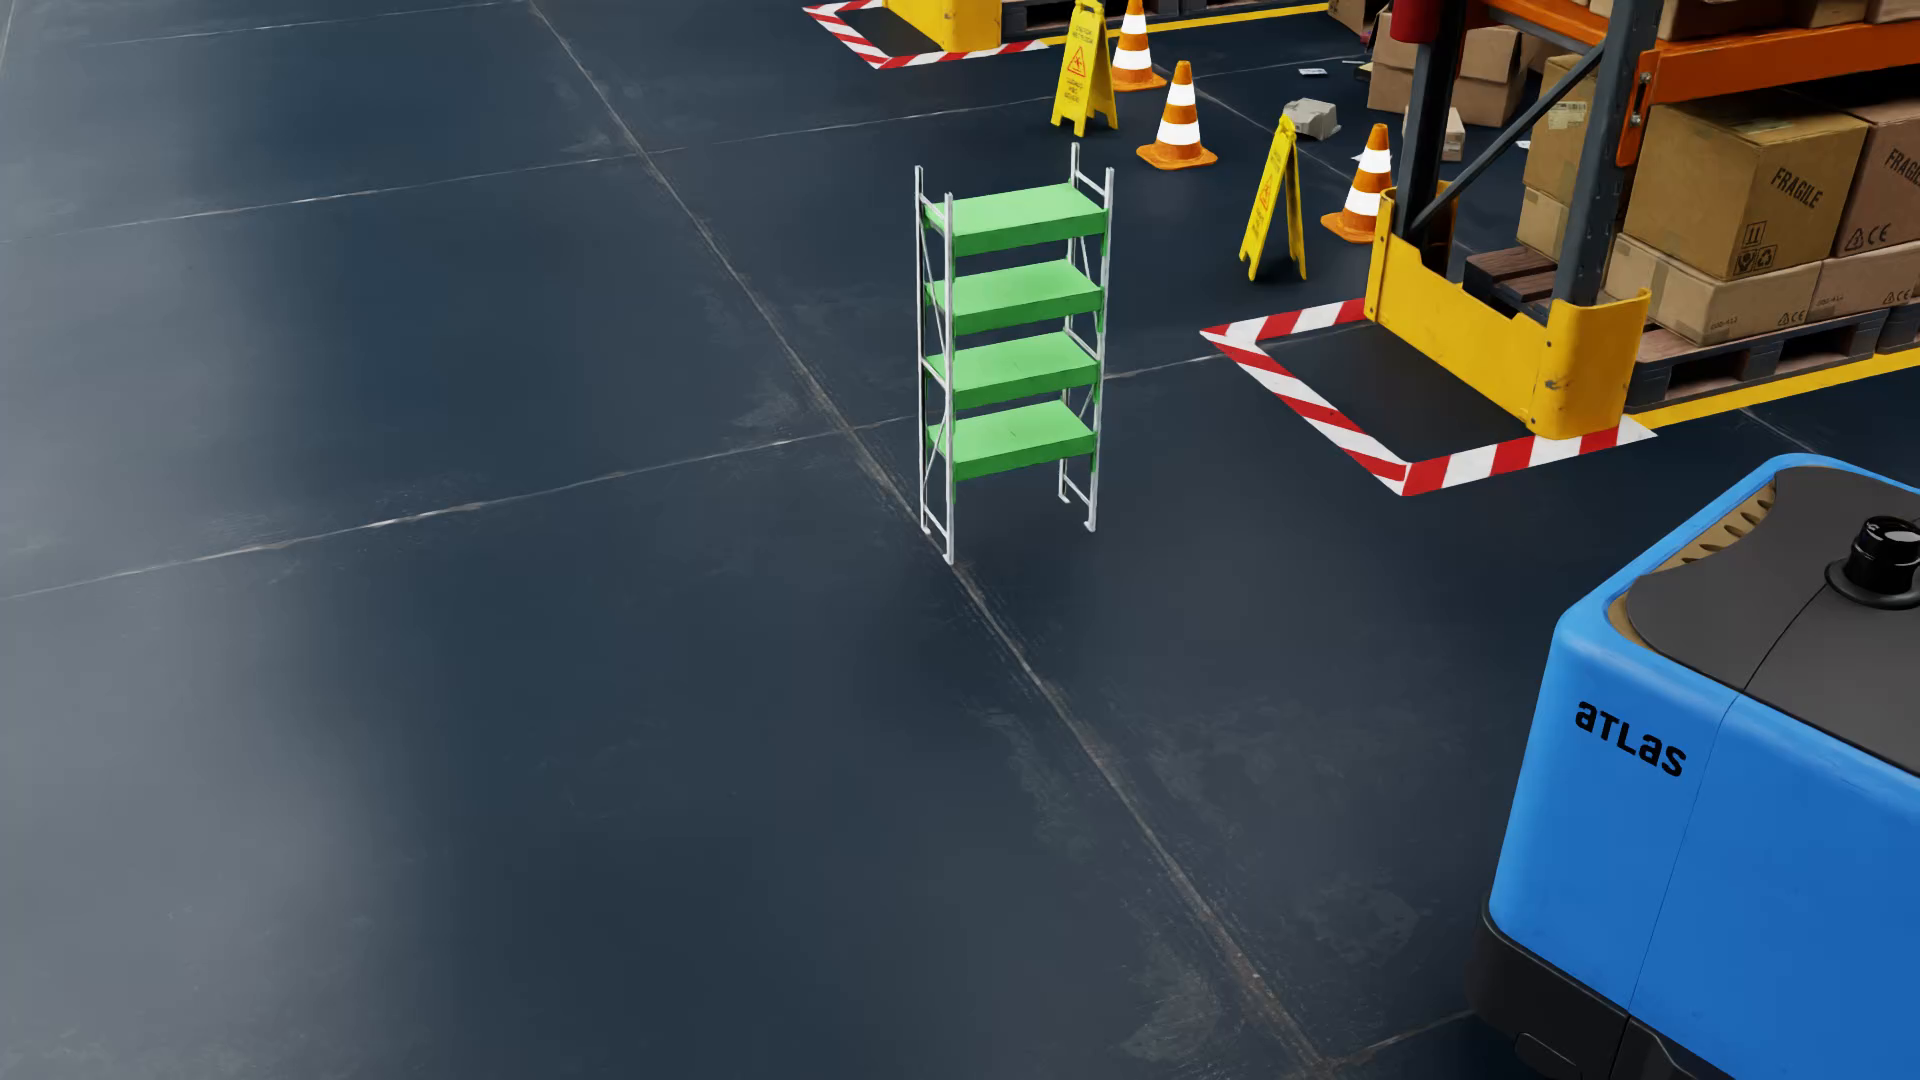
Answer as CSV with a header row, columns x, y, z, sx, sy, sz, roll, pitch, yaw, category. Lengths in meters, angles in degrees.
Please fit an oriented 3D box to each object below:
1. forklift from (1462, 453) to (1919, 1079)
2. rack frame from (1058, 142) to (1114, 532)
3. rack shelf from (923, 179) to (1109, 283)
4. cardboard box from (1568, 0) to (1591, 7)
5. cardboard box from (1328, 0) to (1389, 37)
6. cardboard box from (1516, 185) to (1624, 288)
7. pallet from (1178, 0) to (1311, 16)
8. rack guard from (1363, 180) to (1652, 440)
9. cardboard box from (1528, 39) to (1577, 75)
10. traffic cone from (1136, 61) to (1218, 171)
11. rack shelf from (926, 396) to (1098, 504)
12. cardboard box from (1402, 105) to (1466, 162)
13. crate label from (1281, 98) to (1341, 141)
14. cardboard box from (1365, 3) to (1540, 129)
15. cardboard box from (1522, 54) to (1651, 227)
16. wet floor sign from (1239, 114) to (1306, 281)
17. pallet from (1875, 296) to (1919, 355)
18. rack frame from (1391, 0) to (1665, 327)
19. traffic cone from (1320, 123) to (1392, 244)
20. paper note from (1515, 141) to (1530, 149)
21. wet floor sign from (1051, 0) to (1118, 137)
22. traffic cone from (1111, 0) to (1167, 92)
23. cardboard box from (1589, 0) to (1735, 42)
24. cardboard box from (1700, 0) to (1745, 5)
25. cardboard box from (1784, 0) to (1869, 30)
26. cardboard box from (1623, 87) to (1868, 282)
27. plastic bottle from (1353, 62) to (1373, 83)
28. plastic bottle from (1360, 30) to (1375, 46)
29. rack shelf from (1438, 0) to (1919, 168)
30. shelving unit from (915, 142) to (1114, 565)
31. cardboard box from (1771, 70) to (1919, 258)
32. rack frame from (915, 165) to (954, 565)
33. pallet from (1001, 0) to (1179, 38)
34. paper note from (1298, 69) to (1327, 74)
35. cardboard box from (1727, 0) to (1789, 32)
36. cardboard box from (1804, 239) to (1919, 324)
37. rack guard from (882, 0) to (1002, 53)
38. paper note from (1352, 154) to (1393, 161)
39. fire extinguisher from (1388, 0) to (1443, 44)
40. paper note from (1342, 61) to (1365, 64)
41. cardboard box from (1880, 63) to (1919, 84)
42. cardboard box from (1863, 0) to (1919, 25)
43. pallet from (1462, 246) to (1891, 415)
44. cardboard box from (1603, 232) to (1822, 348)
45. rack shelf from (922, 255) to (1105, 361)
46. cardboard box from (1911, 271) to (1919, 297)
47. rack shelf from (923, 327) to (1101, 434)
x,y,z,sx,sy,sz,roll,pitch,yaw,category
2.459,0.228,2.212,1.130,2.935,3.031,-27,41,-35,forklift
0.378,-0.589,5.056,0.015,1.200,0.240,-13,35,-19,rack frame
0.153,-0.887,4.750,0.480,0.148,0.258,-13,35,-19,rack shelf
2.168,-1.988,5.786,0.250,0.149,0.380,-12,35,-17,cardboard box
2.551,-3.329,9.906,0.500,0.500,0.500,-7,34,-11,cardboard box
2.569,-1.242,6.544,0.500,0.250,0.500,-13,35,-19,cardboard box
1.727,-3.670,10.697,1.213,0.211,1.003,-13,35,-19,pallet
1.976,-0.876,6.137,0.348,0.500,1.175,-13,35,-19,rack guard
3.404,-2.763,8.911,0.503,0.637,0.797,-13,35,-19,cardboard box
1.060,-2.070,8.007,0.334,0.463,0.336,-13,35,-19,traffic cone
0.153,-0.283,5.142,0.480,0.148,0.258,-13,35,-19,rack shelf
2.332,-2.005,8.195,0.250,0.149,0.380,4,33,6,cardboard box
1.761,-2.130,8.399,0.250,0.136,0.298,23,39,30,crate label
2.545,-2.505,8.638,0.797,0.503,0.637,16,36,23,cardboard box
2.544,-1.545,6.323,0.500,0.500,0.500,-13,35,-19,cardboard box
1.317,-1.418,6.838,0.232,0.644,0.267,-2,33,-2,wet floor sign
3.862,-1.164,6.845,1.213,0.211,1.003,-13,35,-19,pallet
1.906,-1.907,5.431,0.127,3.000,1.000,-13,35,-19,rack frame
1.803,-1.583,7.259,0.334,0.463,0.336,-13,35,-19,traffic cone
2.848,-1.962,8.249,0.142,0.019,0.148,-2,33,-2,paper note
0.636,-2.386,8.326,0.232,0.644,0.267,-19,38,-27,wet floor sign
0.936,-2.710,8.990,0.334,0.463,0.336,-13,35,-19,traffic cone
2.299,-1.770,5.450,0.250,0.149,0.380,-13,35,-19,cardboard box
2.450,-2.034,5.262,0.500,0.500,0.500,-13,35,-20,cardboard box
2.803,-1.845,5.566,0.250,0.149,0.380,-14,36,-20,cardboard box
2.778,-1.282,5.918,0.500,0.500,0.500,-14,36,-21,cardboard box
2.308,-2.595,9.181,0.283,0.061,0.133,-27,42,-35,plastic bottle
2.475,-2.892,9.639,0.133,0.061,0.283,-27,42,-35,plastic bottle
3.750,-2.028,6.276,4.000,0.370,1.077,-13,35,-19,rack shelf
0.153,-0.538,4.977,0.503,1.200,0.258,-13,35,-19,shelving unit
3.259,-1.394,6.091,0.500,0.500,0.500,-14,36,-21,cardboard box
-0.072,-0.486,4.897,0.015,1.200,0.240,-13,35,-19,rack frame
0.603,-3.414,10.304,1.213,0.211,1.003,-13,35,-19,pallet
1.961,-2.598,9.217,0.142,0.017,0.144,-2,33,-2,paper note
2.527,-1.830,5.543,0.250,0.149,0.380,-12,35,-18,cardboard box
3.230,-1.066,6.274,0.500,0.250,0.500,-12,35,-17,cardboard box
-0.126,-3.322,9.898,0.348,0.500,1.175,-13,35,-19,rack guard
2.007,-1.863,8.086,0.142,0.019,0.148,-27,42,-35,paper note
1.622,-2.082,5.771,0.183,0.674,0.296,-13,35,-19,fire extinguisher
2.221,-2.696,9.384,0.123,0.001,0.032,4,33,6,paper note
3.725,-1.496,6.247,0.500,0.500,0.500,-12,35,-18,cardboard box
3.054,-1.876,5.613,0.250,0.149,0.380,-12,35,-18,cardboard box
2.739,-0.908,6.452,1.213,0.211,1.003,-13,35,-19,pallet
2.757,-0.962,6.114,0.500,0.250,0.500,-13,35,-19,cardboard box
0.153,-0.685,4.880,0.480,0.148,0.258,-13,35,-19,rack shelf
3.729,-1.188,6.461,0.500,0.250,0.500,-11,35,-16,cardboard box
0.153,-0.484,5.011,0.480,0.148,0.258,-13,35,-19,rack shelf
